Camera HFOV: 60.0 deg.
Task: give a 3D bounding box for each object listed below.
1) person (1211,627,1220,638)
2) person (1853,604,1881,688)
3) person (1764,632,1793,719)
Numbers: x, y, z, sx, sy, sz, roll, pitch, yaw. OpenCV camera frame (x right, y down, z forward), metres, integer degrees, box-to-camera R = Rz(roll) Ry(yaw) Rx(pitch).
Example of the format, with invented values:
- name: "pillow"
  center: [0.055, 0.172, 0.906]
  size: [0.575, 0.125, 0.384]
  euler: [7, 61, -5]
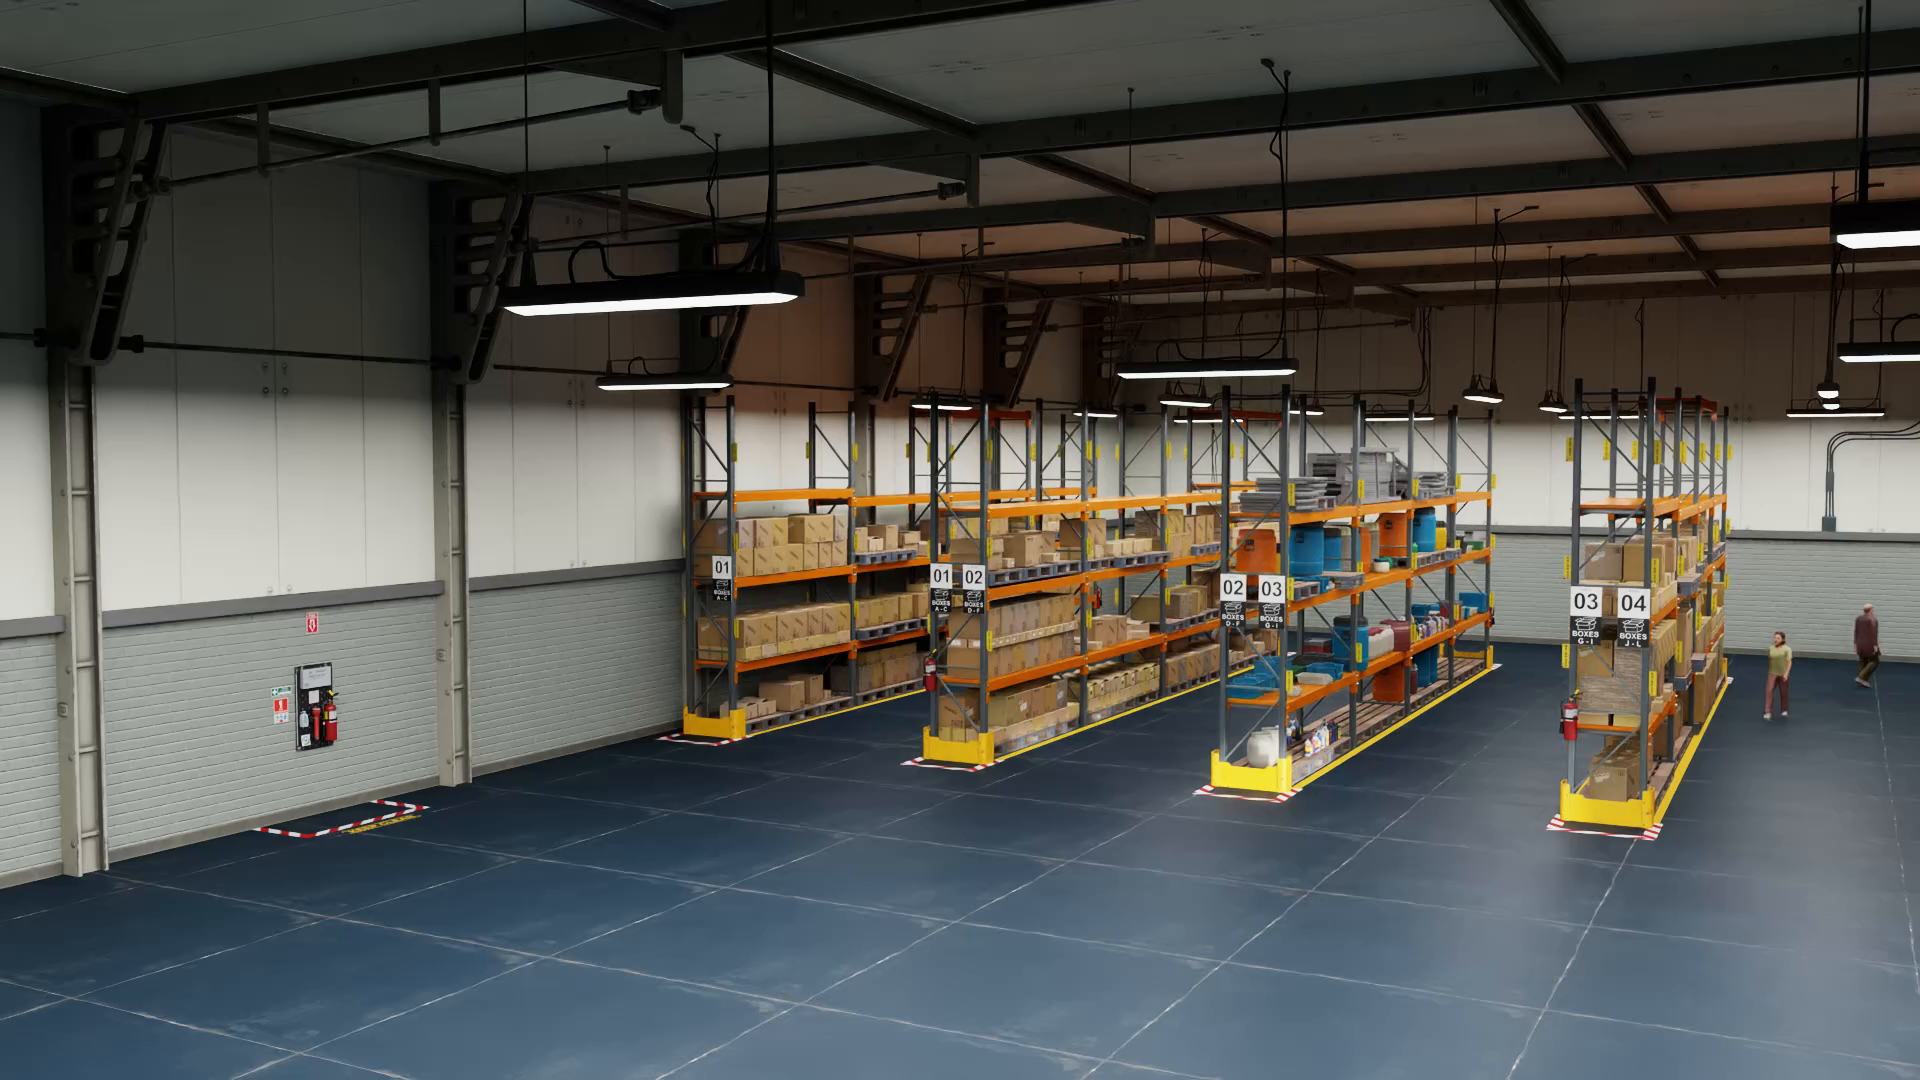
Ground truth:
- name: "person"
  center: [6.637, 1.935, 42.442]
  size: [0.530, 1.787, 0.589]
  euler: [0, 3, 3]
- name: "person"
  center: [19.281, 2.246, 35.393]
  size: [0.485, 1.787, 0.649]
  euler: [-1, 3, -12]
- name: "person"
  center: [15.341, 2.528, 31.176]
  size: [0.457, 1.612, 0.986]
  euler: [3, 4, 40]
